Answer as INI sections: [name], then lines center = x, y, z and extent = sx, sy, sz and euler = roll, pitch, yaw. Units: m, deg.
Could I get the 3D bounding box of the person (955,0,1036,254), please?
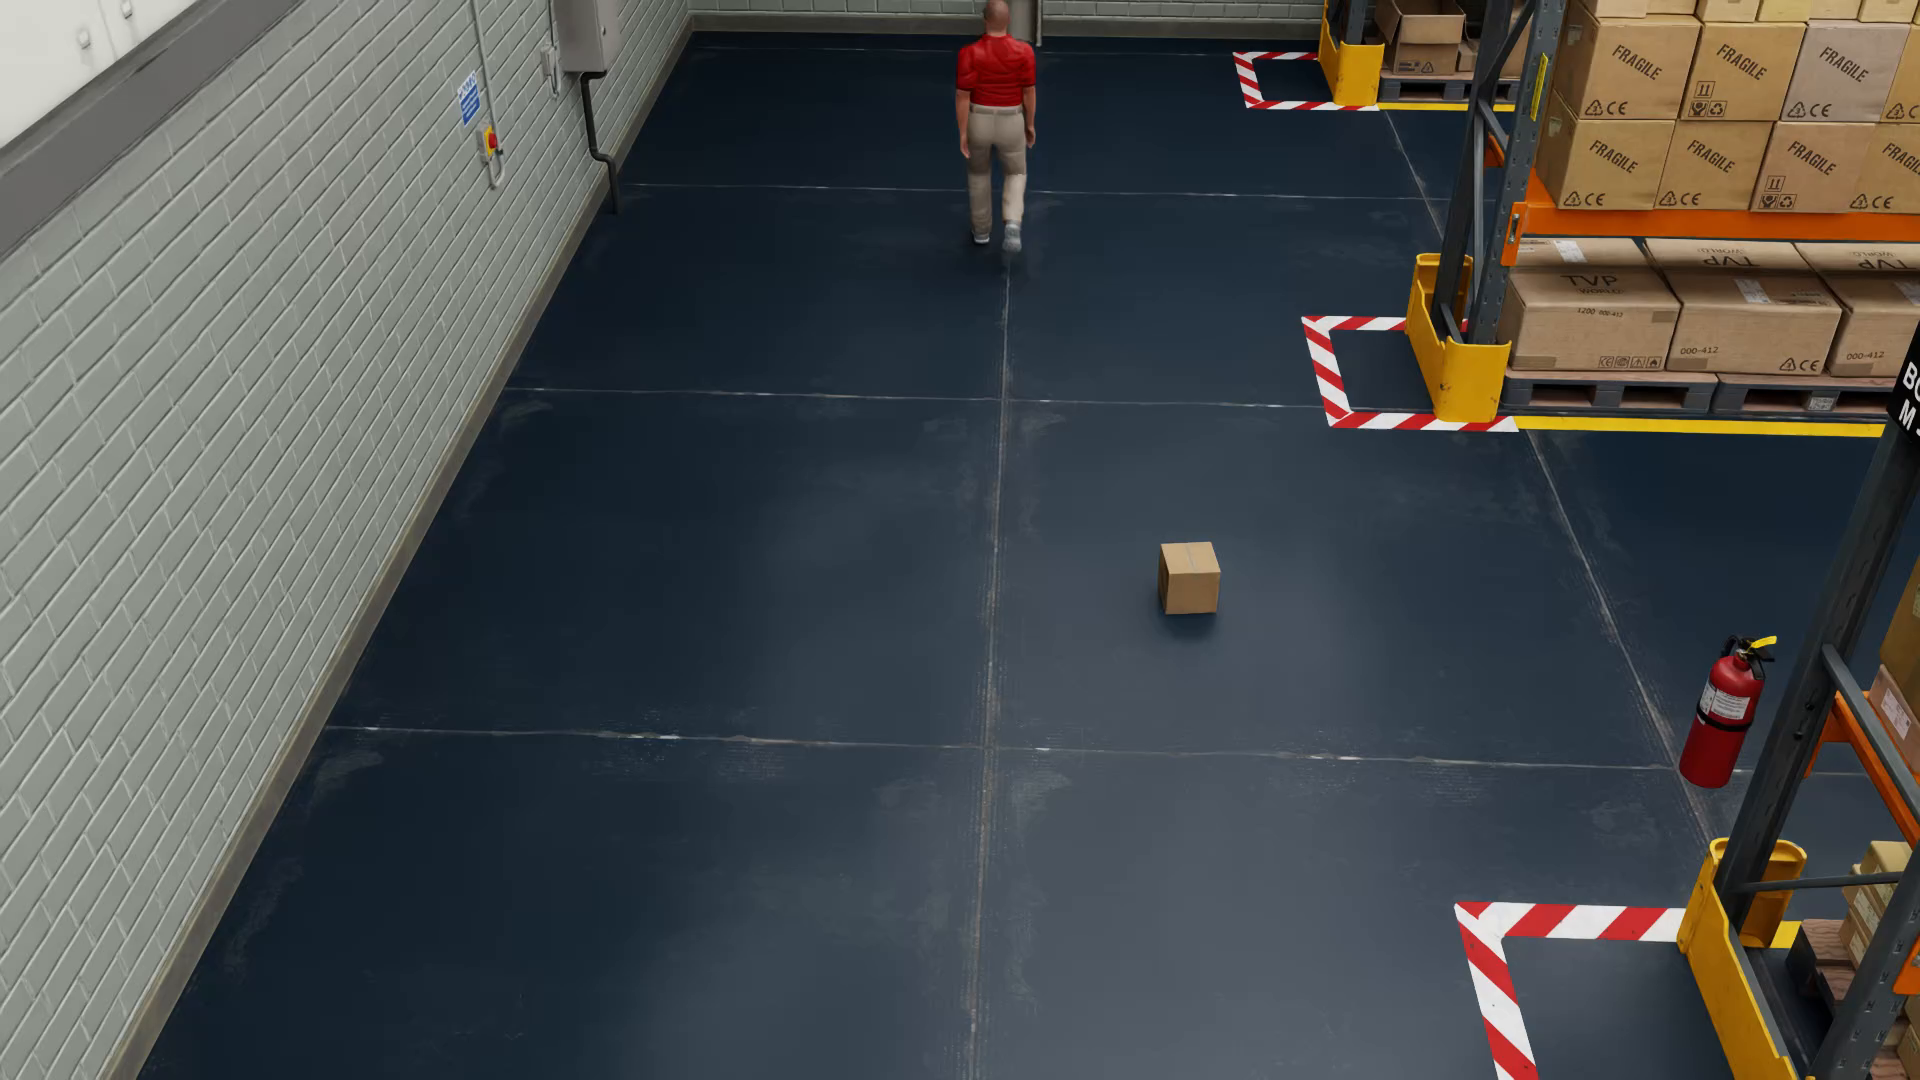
[person]
center = 0.234, -2.698, 10.896
extent = 0.533, 1.699, 0.723
euler = 0, 35, -1
